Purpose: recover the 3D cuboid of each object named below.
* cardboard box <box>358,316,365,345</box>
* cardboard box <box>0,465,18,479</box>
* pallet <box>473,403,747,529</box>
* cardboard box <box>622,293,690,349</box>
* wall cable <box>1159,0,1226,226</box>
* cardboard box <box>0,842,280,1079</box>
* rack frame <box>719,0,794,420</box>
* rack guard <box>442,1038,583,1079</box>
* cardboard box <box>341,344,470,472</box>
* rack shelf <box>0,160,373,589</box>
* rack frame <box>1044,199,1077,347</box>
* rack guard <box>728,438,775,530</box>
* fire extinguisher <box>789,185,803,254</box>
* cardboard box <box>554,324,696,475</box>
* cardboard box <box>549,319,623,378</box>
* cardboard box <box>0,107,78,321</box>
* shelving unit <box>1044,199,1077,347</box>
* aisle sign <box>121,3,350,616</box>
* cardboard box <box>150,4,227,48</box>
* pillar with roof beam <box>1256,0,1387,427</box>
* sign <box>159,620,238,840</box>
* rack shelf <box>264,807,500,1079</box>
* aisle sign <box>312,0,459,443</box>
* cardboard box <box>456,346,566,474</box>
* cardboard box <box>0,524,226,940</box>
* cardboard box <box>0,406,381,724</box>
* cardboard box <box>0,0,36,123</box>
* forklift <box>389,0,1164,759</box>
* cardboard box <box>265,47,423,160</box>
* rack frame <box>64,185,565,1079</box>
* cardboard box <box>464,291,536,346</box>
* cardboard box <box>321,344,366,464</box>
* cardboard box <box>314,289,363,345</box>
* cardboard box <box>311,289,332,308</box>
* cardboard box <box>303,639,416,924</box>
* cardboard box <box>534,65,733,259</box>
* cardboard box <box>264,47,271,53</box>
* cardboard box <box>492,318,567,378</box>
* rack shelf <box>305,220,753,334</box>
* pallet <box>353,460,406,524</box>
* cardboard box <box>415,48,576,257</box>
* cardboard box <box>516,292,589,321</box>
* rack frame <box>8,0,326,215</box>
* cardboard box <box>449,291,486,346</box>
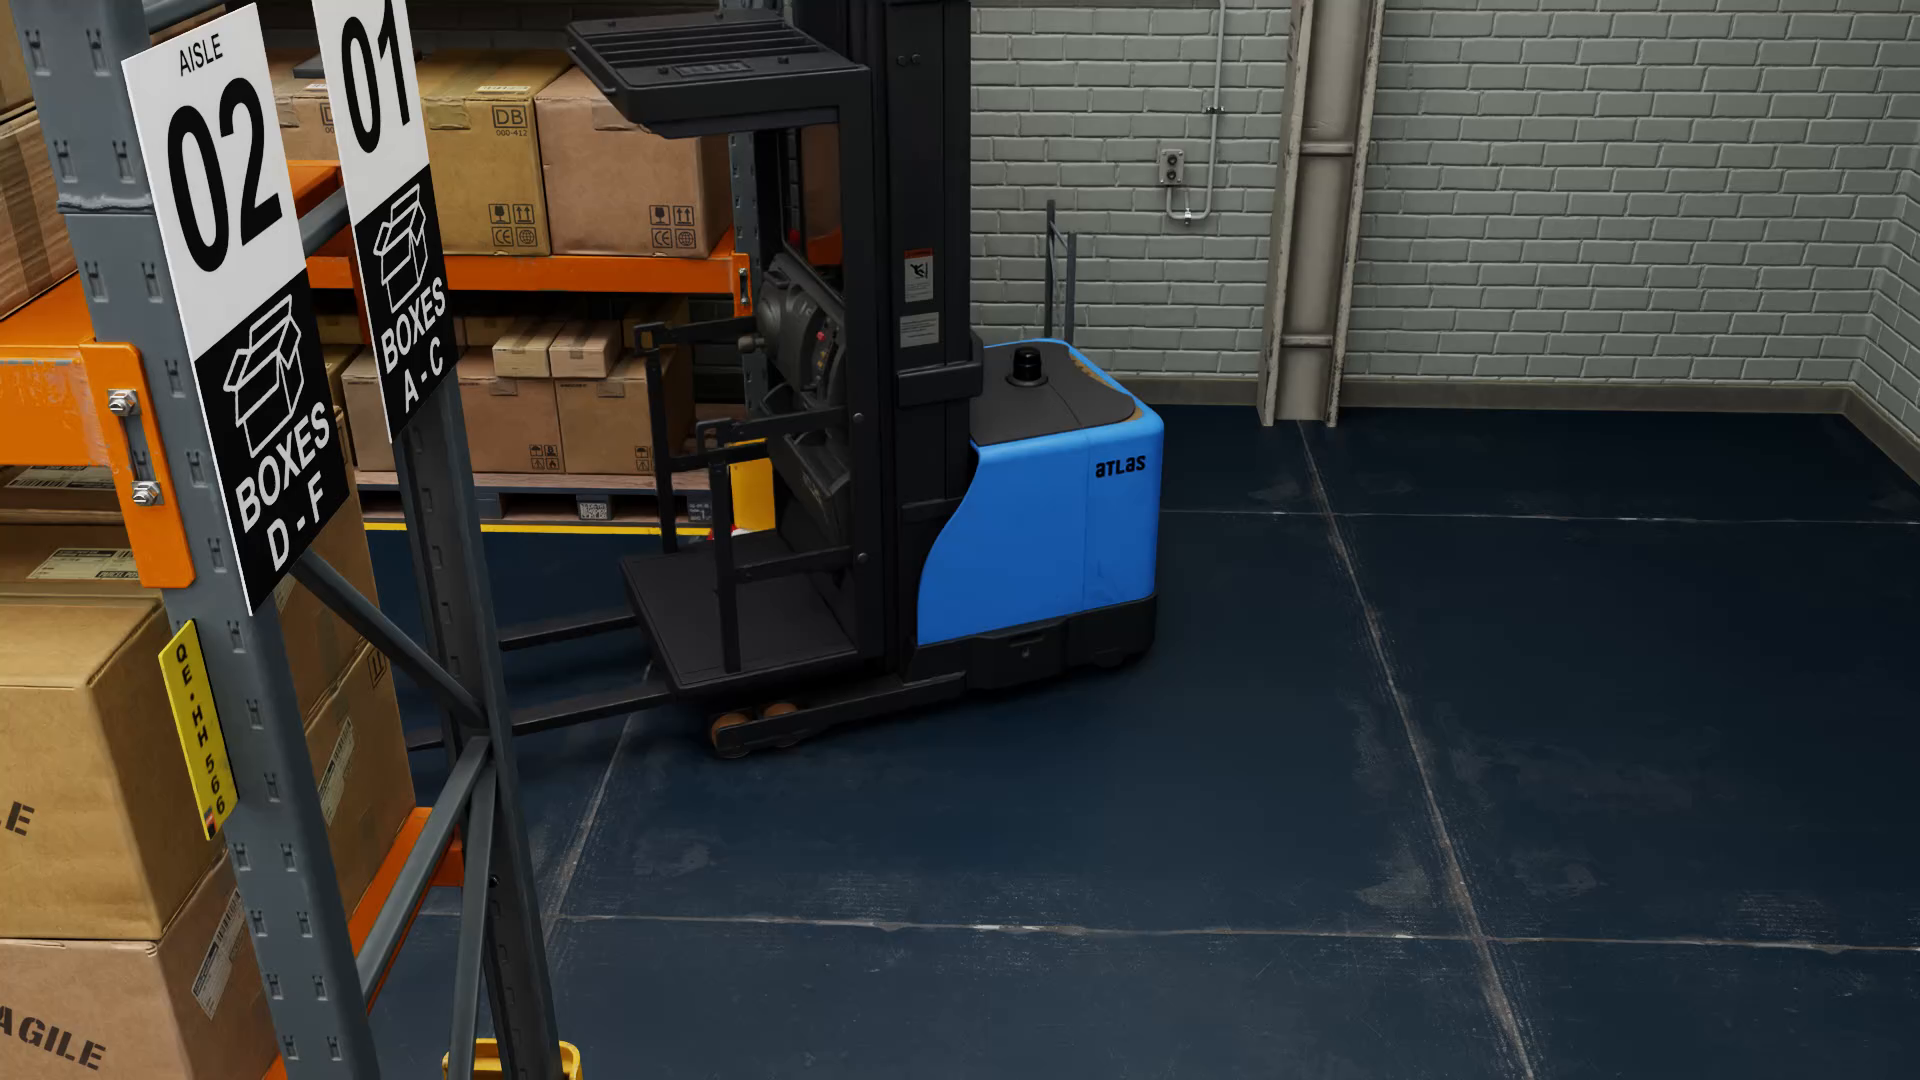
[{"bbox_3d":[-2.743,-1.089,8.130,0.250,0.149,0.380,1,28,2],"label":"cardboard box"},{"bbox_3d":[-2.033,0.052,3.275,0.500,0.500,0.500,1,28,2],"label":"cardboard box"},{"bbox_3d":[-1.707,-0.390,8.260,1.213,0.211,1.003,1,28,2],"label":"pallet"},{"bbox_3d":[-1.476,-1.069,8.092,0.250,0.149,0.380,1,28,2],"label":"cardboard box"},{"bbox_3d":[0.408,-2.516,8.208,1.851,1.984,0.084,1,28,2],"label":"wall cable"},{"bbox_3d":[-1.533,0.750,3.027,0.500,0.500,0.500,2,28,3],"label":"cardboard box"},{"bbox_3d":[-0.905,-1.645,7.651,0.127,3.000,1.000,1,28,2],"label":"rack frame"},{"bbox_3d":[-1.152,1.777,3.864,0.348,0.500,1.175,1,28,2],"label":"rack guard"},{"bbox_3d":[-2.611,-0.707,8.102,0.500,0.500,0.700,0,28,0],"label":"cardboard box"},{"bbox_3d":[-3.075,-0.367,2.805,4.000,0.370,1.077,1,28,2],"label":"rack shelf"},{"bbox_3d":[0.440,-0.743,7.551,0.032,1.500,0.500,-4,28,-8],"label":"rack frame"},{"bbox_3d":[-0.881,-0.540,8.235,0.348,0.500,1.175,1,28,2],"label":"rack guard"},{"bbox_3d":[-0.771,-1.228,7.344,0.183,0.674,0.296,1,28,2],"label":"fire extinguisher"},{"bbox_3d":[-1.608,-0.691,8.071,0.500,0.500,0.700,1,28,2],"label":"cardboard box"},{"bbox_3d":[-1.743,-0.894,7.762,0.250,0.149,0.380,1,28,1],"label":"cardboard box"},{"bbox_3d":[-1.599,-0.470,2.392,0.500,0.250,0.500,1,28,2],"label":"cardboard box"},{"bbox_3d":[-0.054,-0.709,7.485,1.083,1.500,0.587,-4,28,-8],"label":"shelving unit"},{"bbox_3d":[-1.019,-0.330,2.395,0.004,0.787,0.394,1,28,2],"label":"aisle sign"},{"bbox_3d":[-1.580,-0.937,2.738,0.500,0.250,0.500,1,28,2],"label":"cardboard box"},{"bbox_3d":[1.672,-2.641,3.124,0.400,9.000,9.100,1,28,2],"label":"pillar with roof beam"},{"bbox_3d":[-1.116,0.282,2.442,0.005,0.325,0.100,1,28,2],"label":"sign"},{"bbox_3d":[-3.075,0.958,3.507,4.000,0.370,1.077,1,28,2],"label":"rack shelf"},{"bbox_3d":[-0.998,-0.611,2.925,0.004,0.787,0.394,1,28,2],"label":"aisle sign"},{"bbox_3d":[-2.108,-0.699,8.087,0.500,0.500,0.700,1,28,2],"label":"cardboard box"},{"bbox_3d":[-1.531,0.309,2.790,0.500,0.500,0.500,1,28,1],"label":"cardboard box"},{"bbox_3d":[-1.510,0.057,3.266,0.500,0.500,0.500,2,28,3],"label":"cardboard box"},{"bbox_3d":[-1.599,-0.695,2.283,0.500,0.250,0.500,1,28,2],"label":"cardboard box"},{"bbox_3d":[-0.771,-0.760,6.055,3.031,2.935,1.130,-11,30,-19],"label":"forklift"},{"bbox_3d":[-2.904,-1.805,7.632,0.700,0.700,0.980,0,28,-1],"label":"cardboard box"},{"bbox_3d":[-1.076,0.674,3.277,0.127,3.000,1.000,1,28,2],"label":"rack frame"},{"bbox_3d":[-2.233,-1.081,8.115,0.250,0.149,0.380,1,28,2],"label":"cardboard box"},{"bbox_3d":[-3.144,-0.713,8.112,0.500,0.500,0.700,2,28,3],"label":"cardboard box"},{"bbox_3d":[-2.996,-1.094,8.138,0.250,0.149,0.380,0,28,1],"label":"cardboard box"},{"bbox_3d":[-3.254,-1.097,8.146,0.250,0.149,0.380,1,28,2],"label":"cardboard box"},{"bbox_3d":[-1.510,0.499,3.500,0.500,0.500,0.500,2,28,3],"label":"cardboard box"},{"bbox_3d":[-1.415,-1.781,7.587,0.700,0.700,0.980,2,28,4],"label":"cardboard box"},{"bbox_3d":[-3.632,-1.812,7.646,0.700,0.700,0.980,0,28,0],"label":"cardboard box"},{"bbox_3d":[-1.998,-0.898,7.770,0.250,0.149,0.380,2,28,3],"label":"cardboard box"},{"bbox_3d":[-2.904,-1.360,7.882,4.000,0.370,1.077,1,28,2],"label":"rack shelf"},{"bbox_3d":[-2.923,-0.411,8.300,1.213,0.211,1.003,1,28,2],"label":"pallet"},{"bbox_3d":[-2.143,-1.788,7.600,0.700,0.700,0.980,1,28,1],"label":"cardboard box"},{"bbox_3d":[-1.982,-1.077,8.107,0.250,0.149,0.380,1,28,2],"label":"cardboard box"},{"bbox_3d":[-1.076,-1.977,1.871,0.127,3.000,1.000,1,28,2],"label":"rack frame"},{"bbox_3d":[-2.487,-1.085,8.123,0.250,0.149,0.380,1,28,3],"label":"cardboard box"}]
